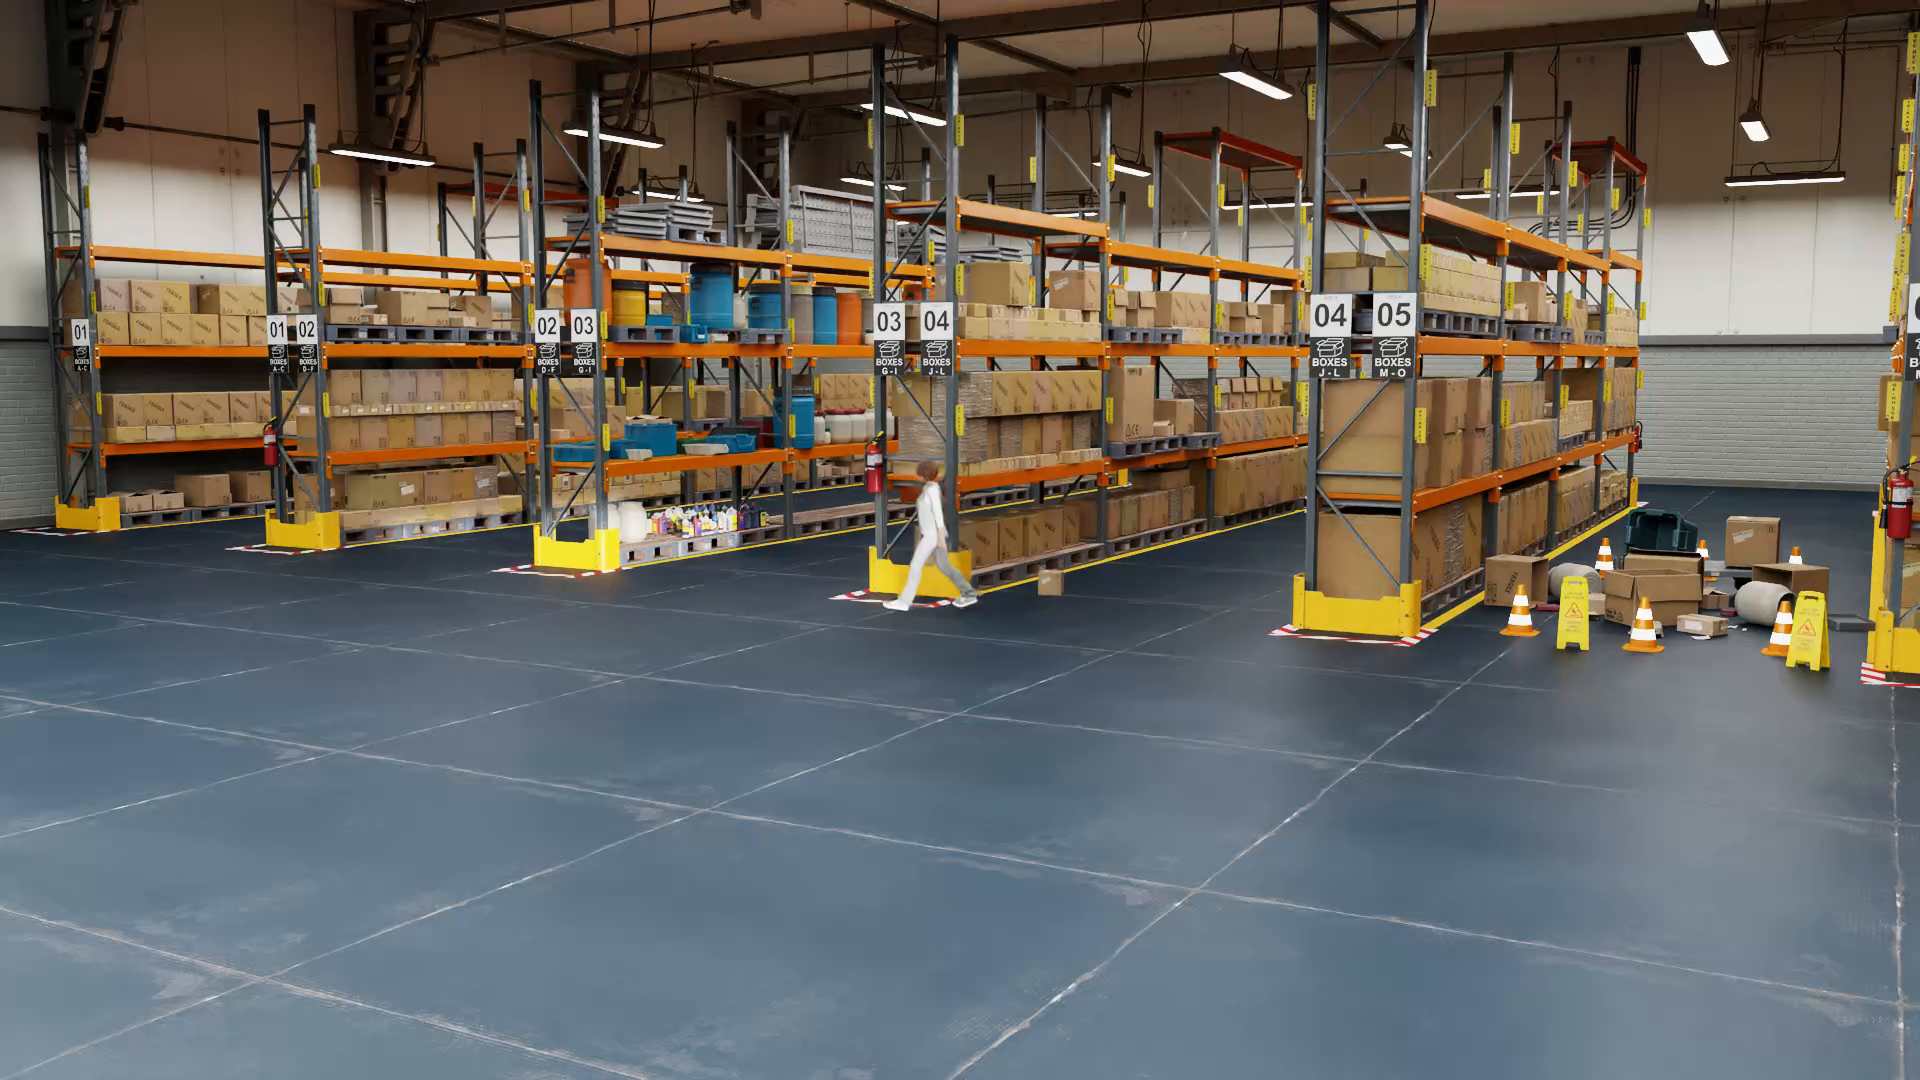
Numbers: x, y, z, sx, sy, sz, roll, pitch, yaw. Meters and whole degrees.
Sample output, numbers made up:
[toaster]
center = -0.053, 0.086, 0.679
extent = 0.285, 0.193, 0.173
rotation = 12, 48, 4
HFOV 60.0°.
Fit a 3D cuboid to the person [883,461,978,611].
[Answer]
[person]
center = -0.303, -0.042, 17.052
extent = 0.980, 1.517, 0.491
rotation = 0, 6, 0
